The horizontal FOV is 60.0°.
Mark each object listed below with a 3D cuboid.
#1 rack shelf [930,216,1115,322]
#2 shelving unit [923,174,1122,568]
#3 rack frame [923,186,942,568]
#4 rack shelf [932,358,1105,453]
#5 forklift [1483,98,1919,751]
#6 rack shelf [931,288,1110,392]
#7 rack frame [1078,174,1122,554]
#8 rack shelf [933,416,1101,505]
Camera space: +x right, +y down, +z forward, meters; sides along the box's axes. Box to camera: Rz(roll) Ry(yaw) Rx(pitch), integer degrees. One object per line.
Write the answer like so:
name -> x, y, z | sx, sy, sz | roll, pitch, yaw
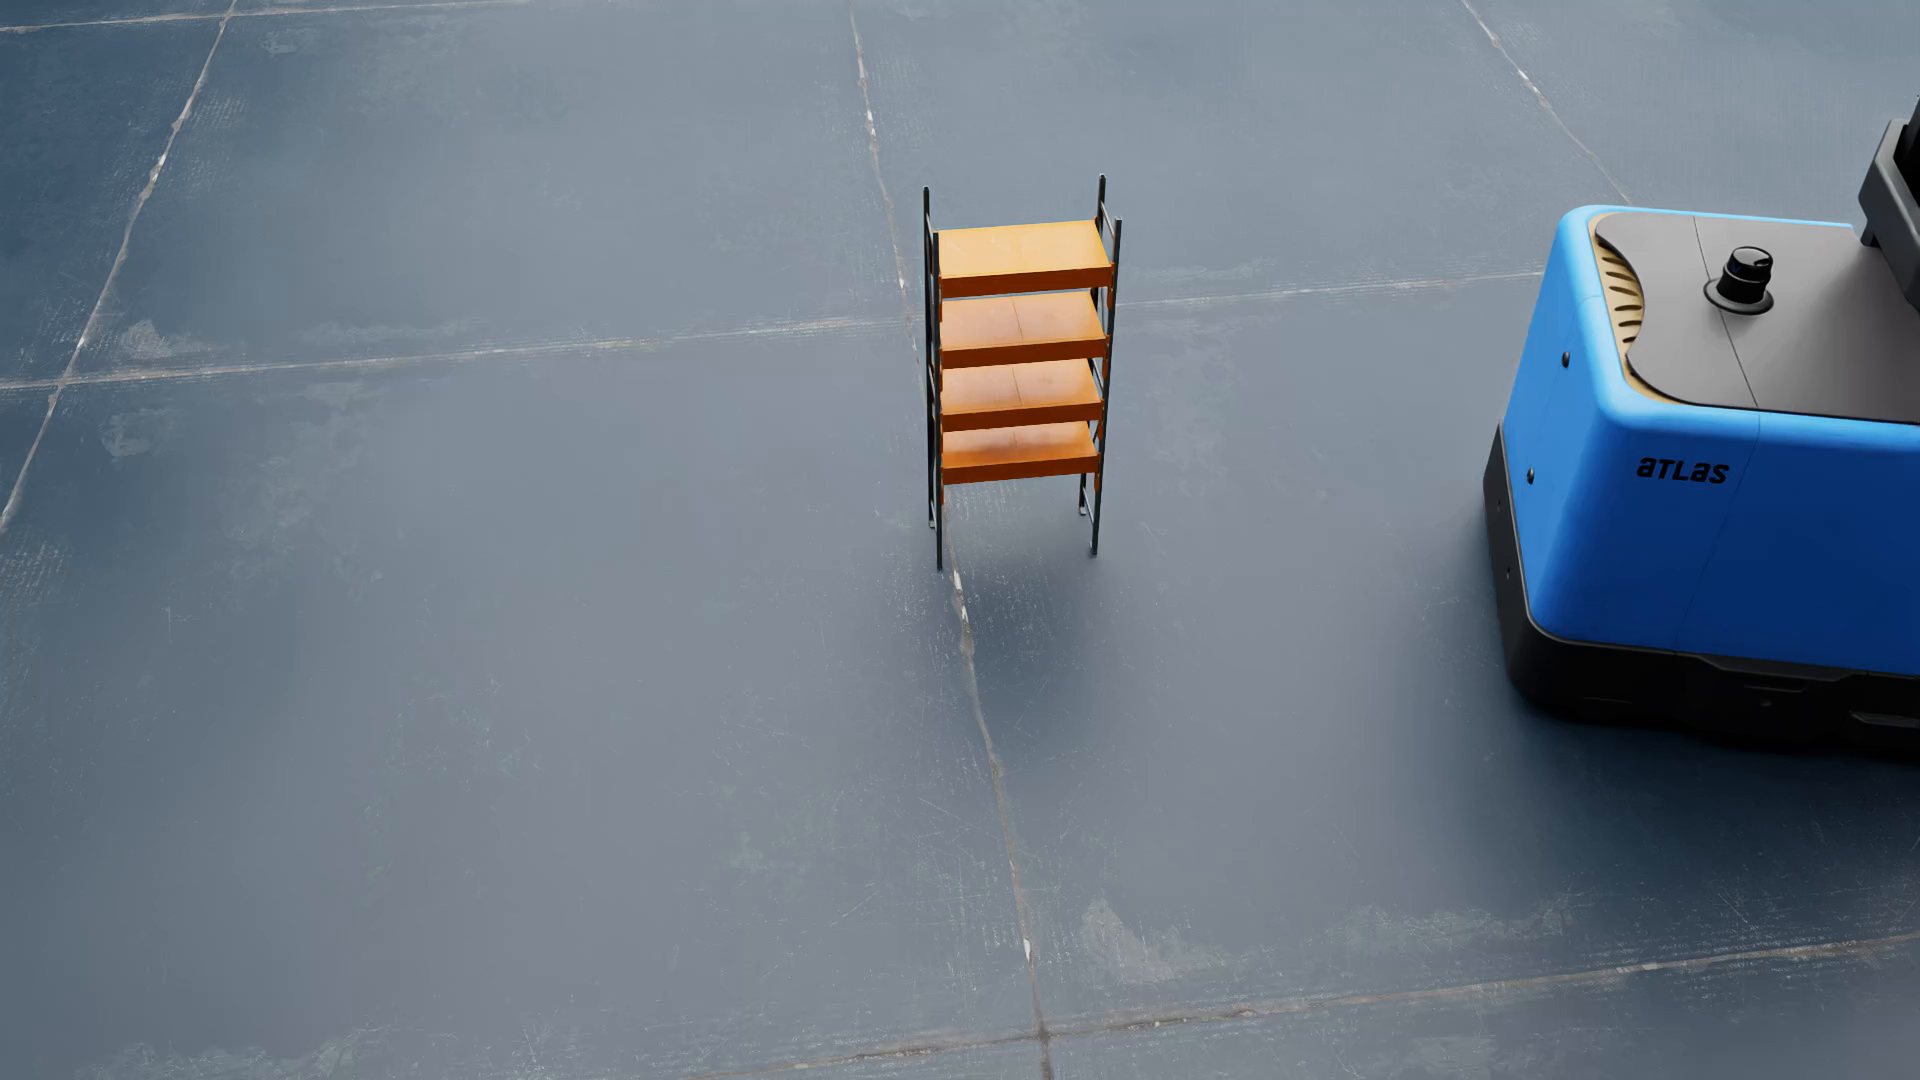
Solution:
rack shelf -> 0.164, -0.752, 4.601 | 0.480, 0.148, 0.258 | -5, 42, -6
shelving unit -> 0.164, -0.460, 4.864 | 0.503, 1.200, 0.258 | -5, 42, -6
rack frame -> -0.078, -0.439, 4.841 | 0.015, 1.200, 0.240 | -5, 42, -6
rack shelf -> 0.164, -0.410, 4.909 | 0.480, 0.148, 0.258 | -5, 42, -6
forklift -> 3.115, -0.786, 3.933 | 3.031, 2.935, 1.130 | 6, 42, 6
rack shelf -> 0.164, -0.576, 4.759 | 0.480, 0.148, 0.258 | -5, 42, -6
rack frame -> 0.406, -0.481, 4.888 | 0.015, 1.200, 0.240 | -5, 42, -6
rack shelf -> 0.164, -0.263, 5.042 | 0.480, 0.148, 0.258 | -5, 42, -6
